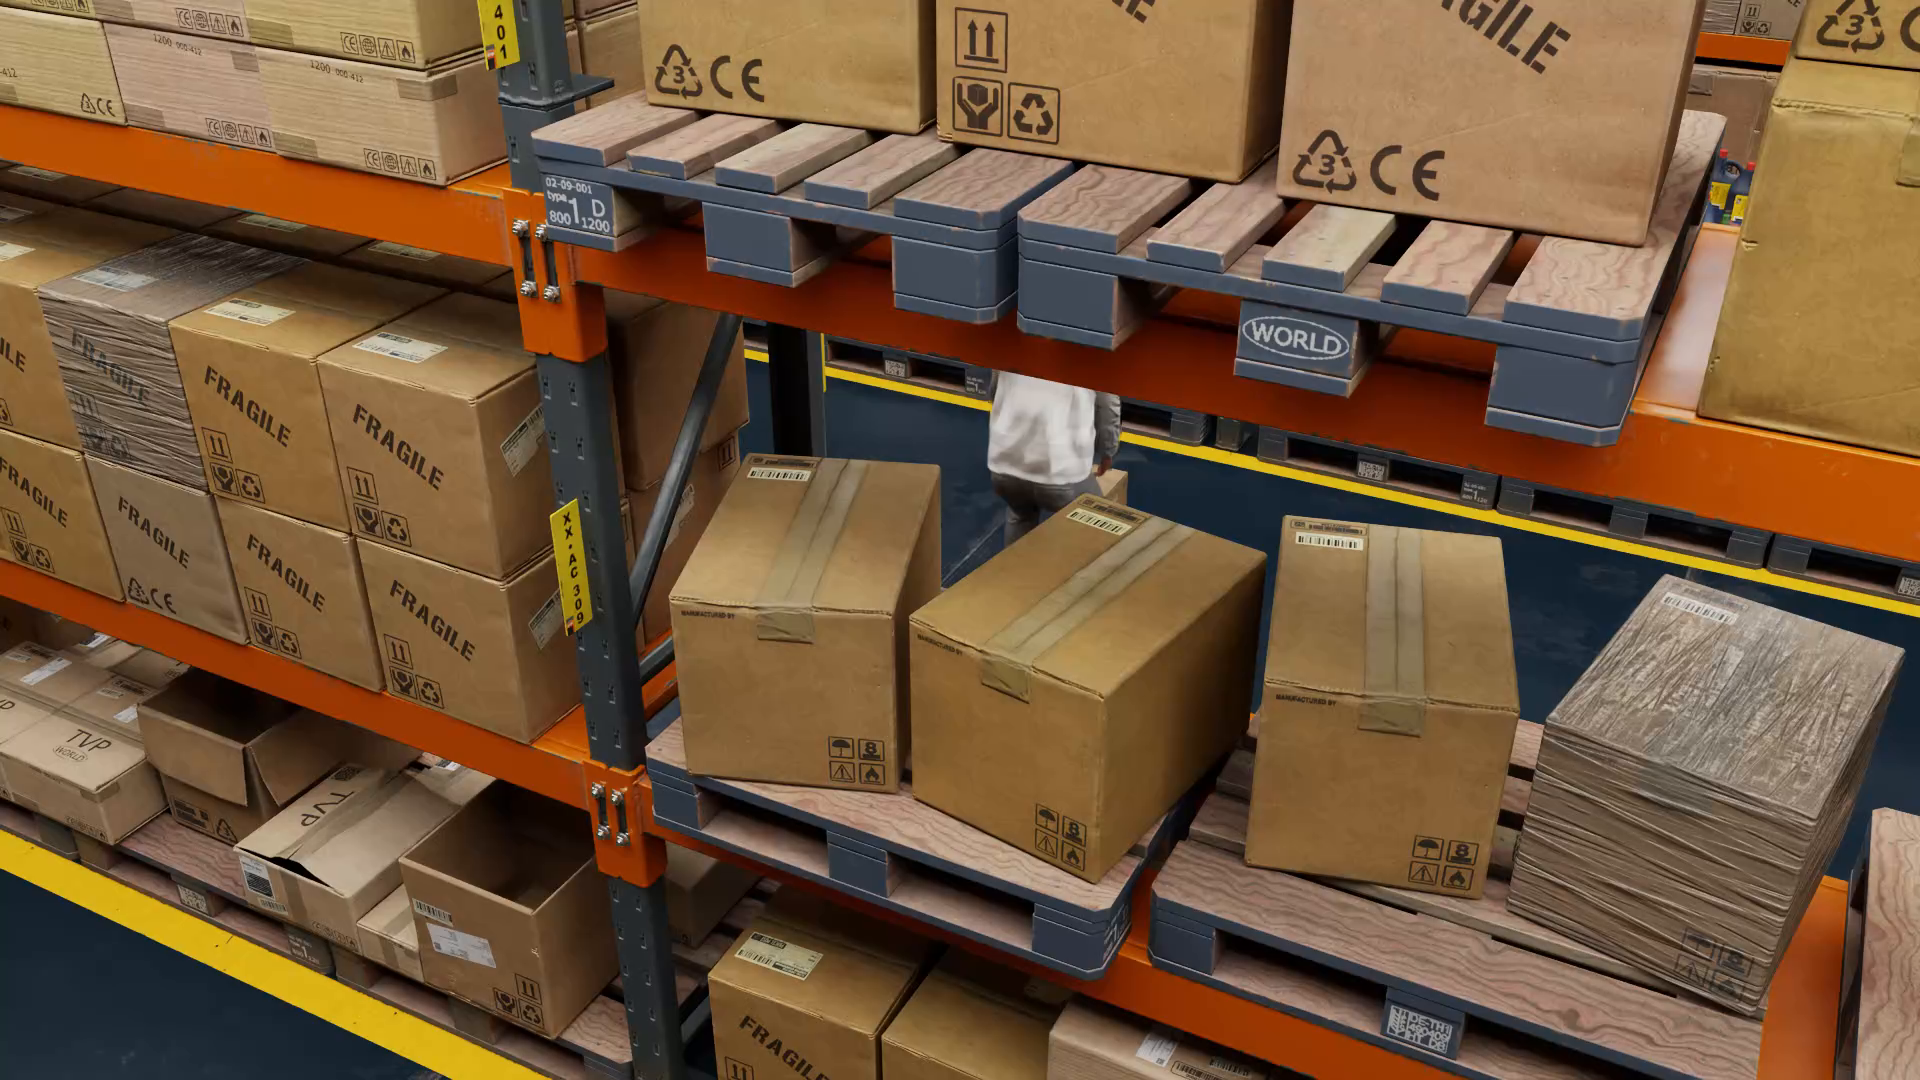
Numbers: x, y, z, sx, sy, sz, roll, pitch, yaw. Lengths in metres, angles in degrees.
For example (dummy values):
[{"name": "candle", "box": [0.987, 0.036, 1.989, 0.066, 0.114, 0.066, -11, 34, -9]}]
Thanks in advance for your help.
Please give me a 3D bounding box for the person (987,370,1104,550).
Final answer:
[{"name": "person", "box": [0.356, -0.300, 6.940, 0.484, 1.345, 0.524, 15, 33, 24]}]
